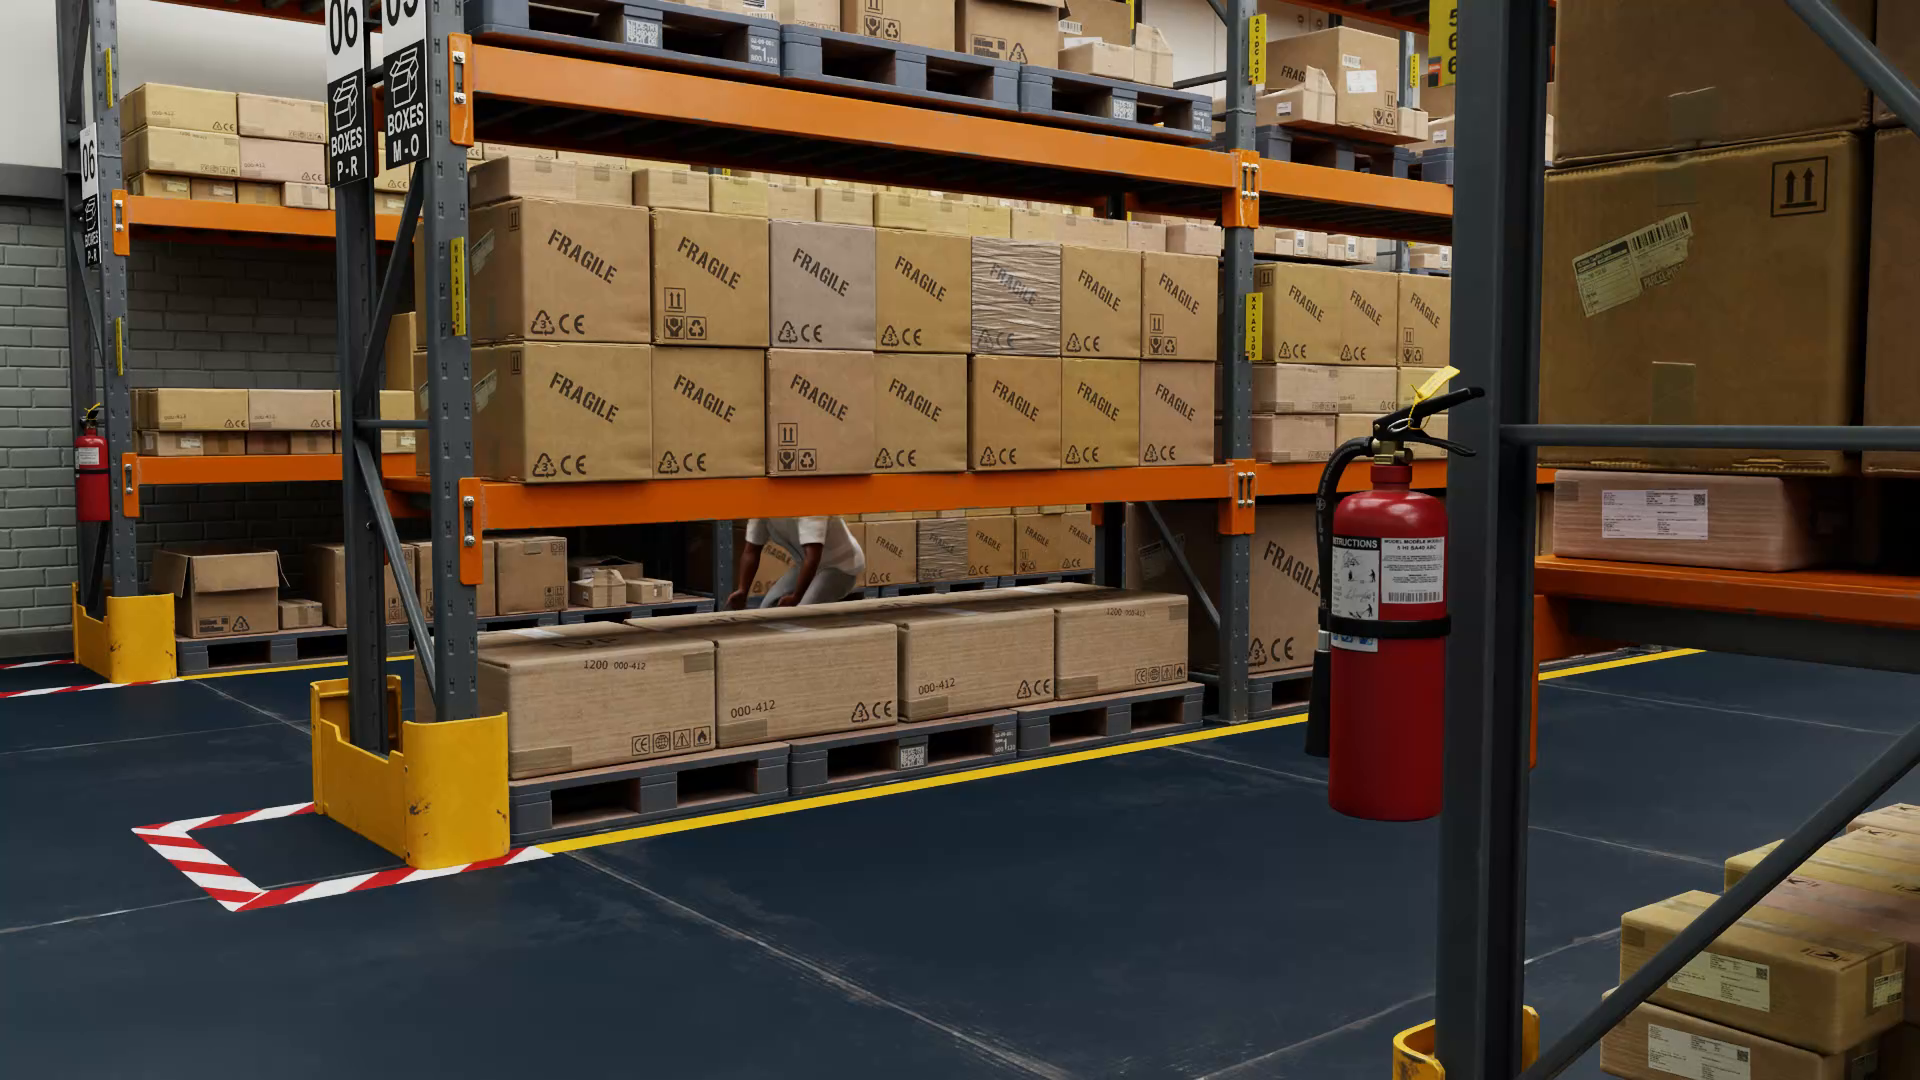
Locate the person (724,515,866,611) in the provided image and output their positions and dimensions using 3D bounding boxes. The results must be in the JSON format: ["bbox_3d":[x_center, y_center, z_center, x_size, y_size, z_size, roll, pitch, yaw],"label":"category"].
[{"bbox_3d":[-0.872,0.198,9.020,0.790,1.346,0.631,-4,6,-40],"label":"person"}]
